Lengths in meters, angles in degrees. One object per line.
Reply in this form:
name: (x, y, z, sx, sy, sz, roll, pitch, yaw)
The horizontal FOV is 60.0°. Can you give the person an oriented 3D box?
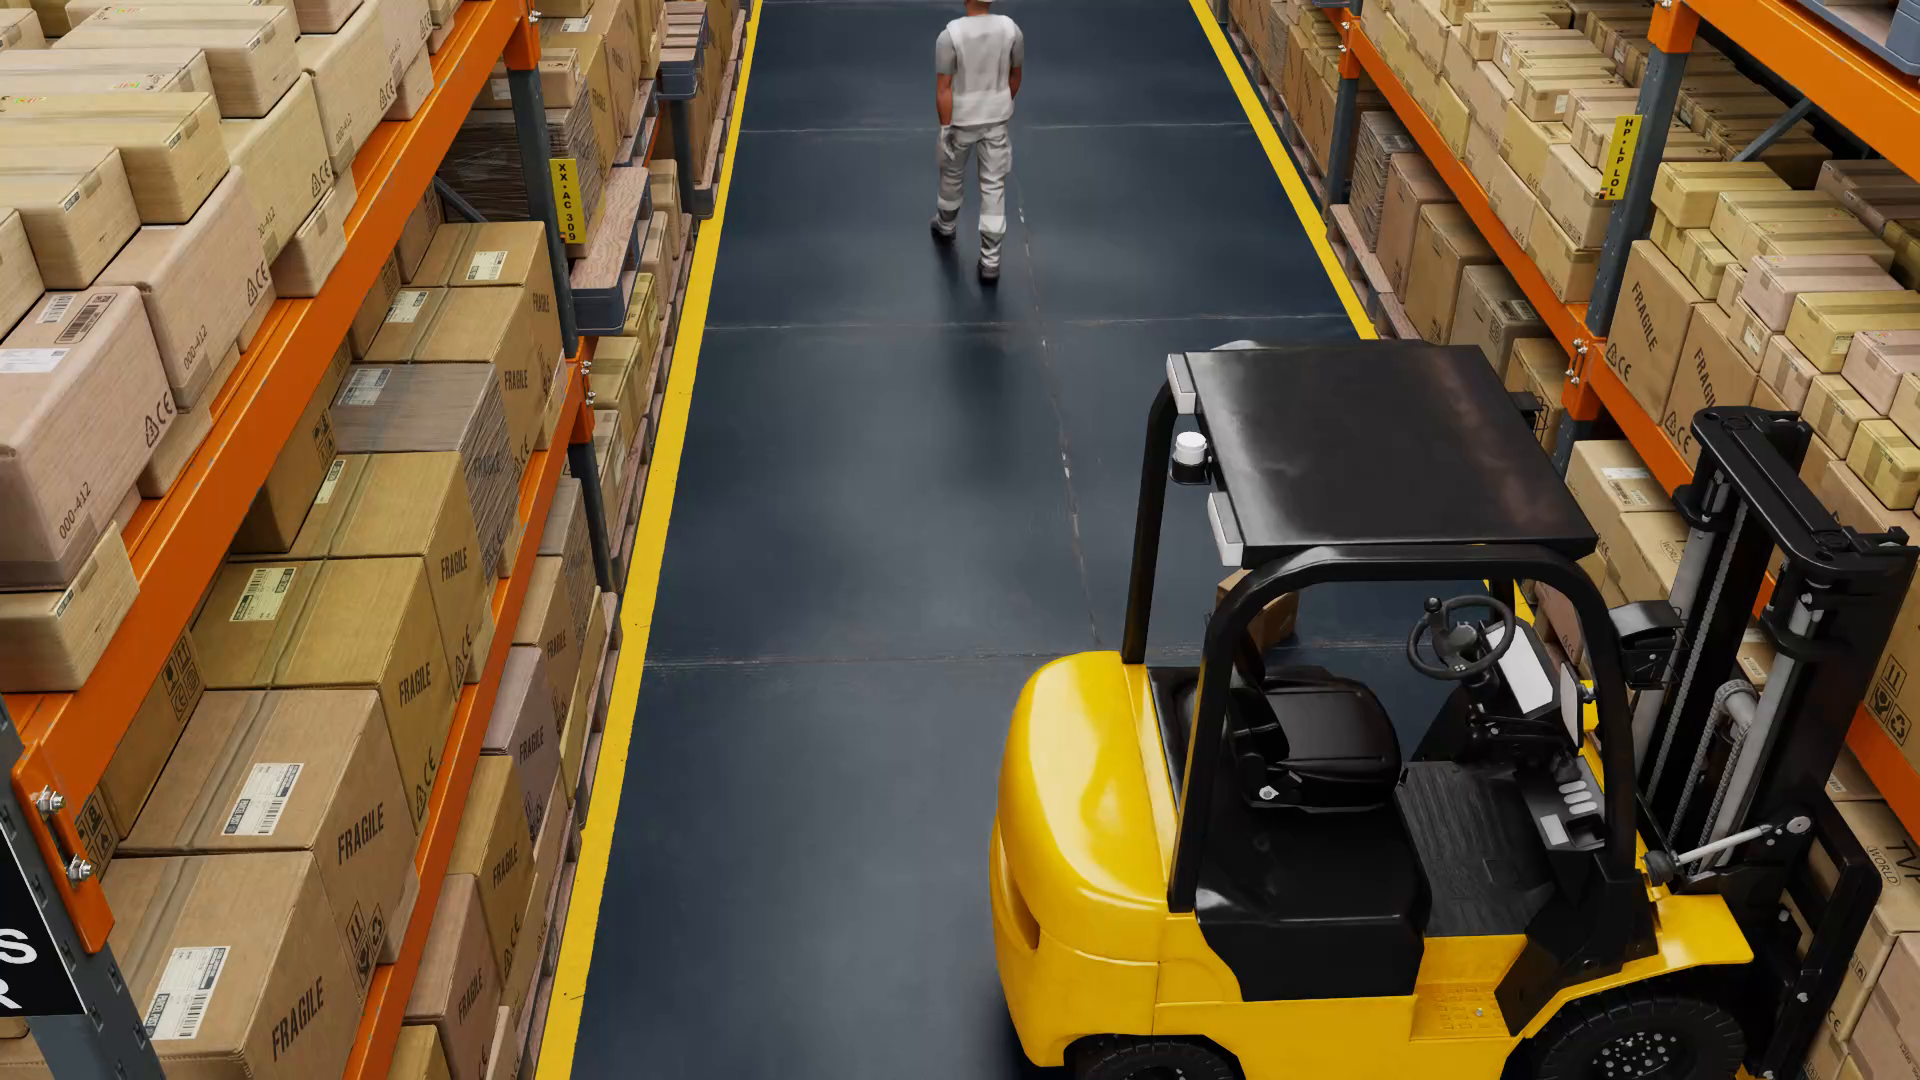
person: (0.089, -2.497, 9.672, 0.528, 1.747, 0.931, -5, 35, -7)
